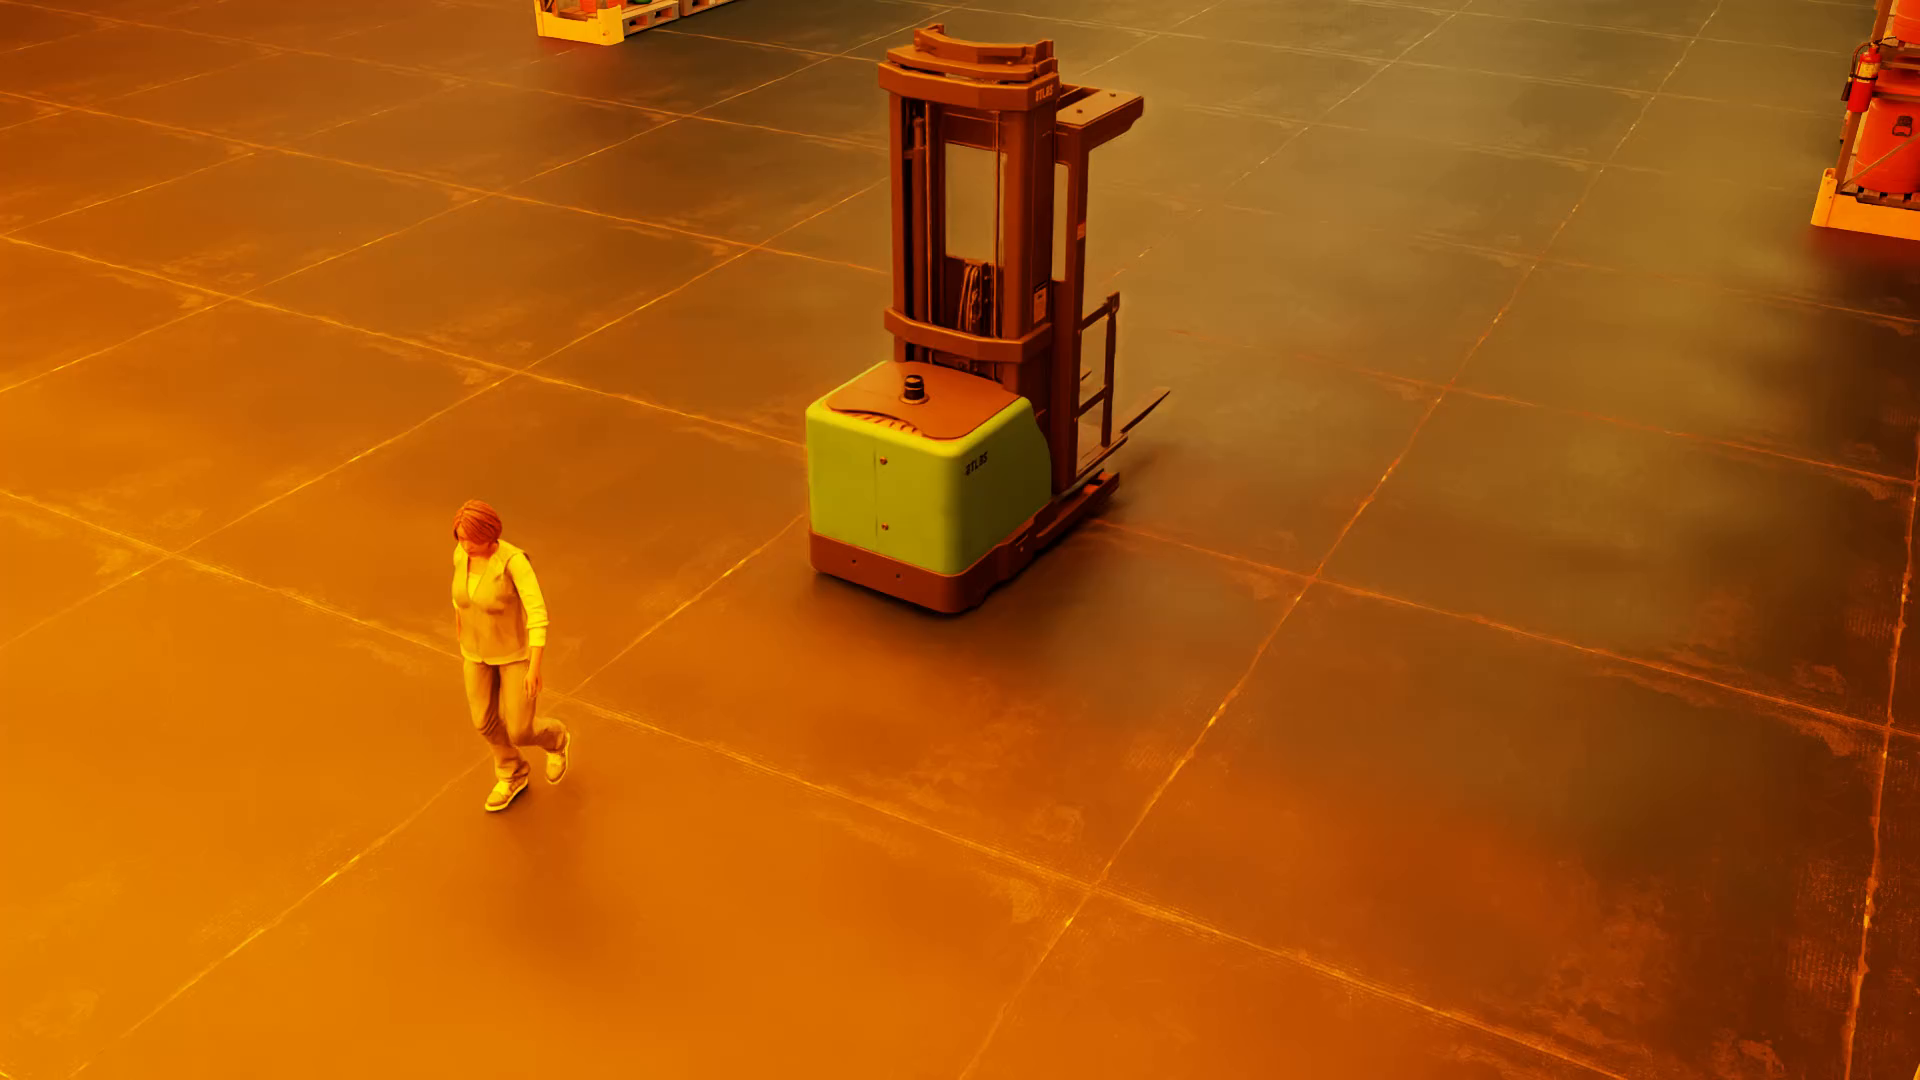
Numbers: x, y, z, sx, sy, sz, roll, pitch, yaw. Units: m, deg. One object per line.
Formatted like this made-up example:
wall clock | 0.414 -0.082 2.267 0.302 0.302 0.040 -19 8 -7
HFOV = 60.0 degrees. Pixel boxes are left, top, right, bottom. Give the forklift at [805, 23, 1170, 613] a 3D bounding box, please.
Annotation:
forklift | 0.343 -1.562 9.777 1.130 2.935 3.031 18 34 28

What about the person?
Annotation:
person | -2.064 0.511 7.543 0.600 1.578 0.444 10 32 17
